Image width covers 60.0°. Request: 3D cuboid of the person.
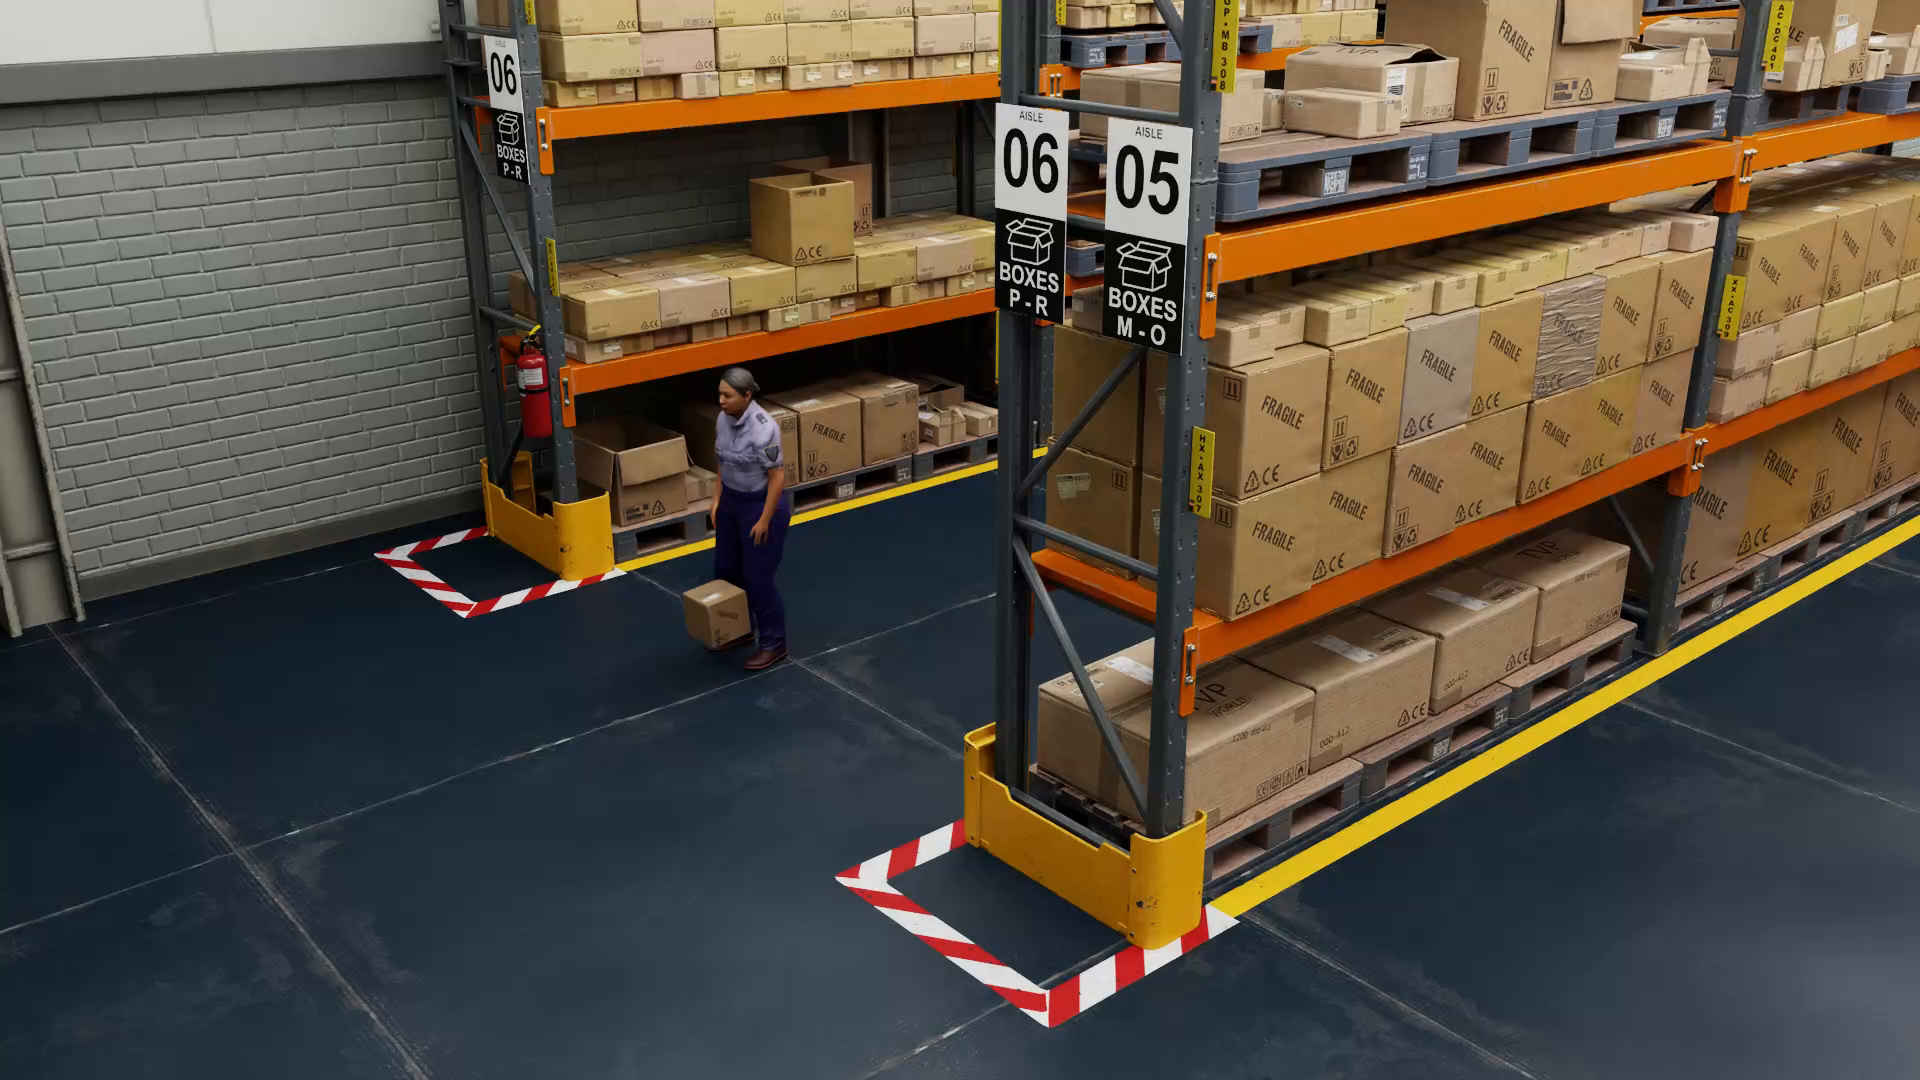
[{"bbox_3d":[-1.141,-0.140,8.959,0.368,1.650,0.532,-18,28,-39],"label":"person"}]
